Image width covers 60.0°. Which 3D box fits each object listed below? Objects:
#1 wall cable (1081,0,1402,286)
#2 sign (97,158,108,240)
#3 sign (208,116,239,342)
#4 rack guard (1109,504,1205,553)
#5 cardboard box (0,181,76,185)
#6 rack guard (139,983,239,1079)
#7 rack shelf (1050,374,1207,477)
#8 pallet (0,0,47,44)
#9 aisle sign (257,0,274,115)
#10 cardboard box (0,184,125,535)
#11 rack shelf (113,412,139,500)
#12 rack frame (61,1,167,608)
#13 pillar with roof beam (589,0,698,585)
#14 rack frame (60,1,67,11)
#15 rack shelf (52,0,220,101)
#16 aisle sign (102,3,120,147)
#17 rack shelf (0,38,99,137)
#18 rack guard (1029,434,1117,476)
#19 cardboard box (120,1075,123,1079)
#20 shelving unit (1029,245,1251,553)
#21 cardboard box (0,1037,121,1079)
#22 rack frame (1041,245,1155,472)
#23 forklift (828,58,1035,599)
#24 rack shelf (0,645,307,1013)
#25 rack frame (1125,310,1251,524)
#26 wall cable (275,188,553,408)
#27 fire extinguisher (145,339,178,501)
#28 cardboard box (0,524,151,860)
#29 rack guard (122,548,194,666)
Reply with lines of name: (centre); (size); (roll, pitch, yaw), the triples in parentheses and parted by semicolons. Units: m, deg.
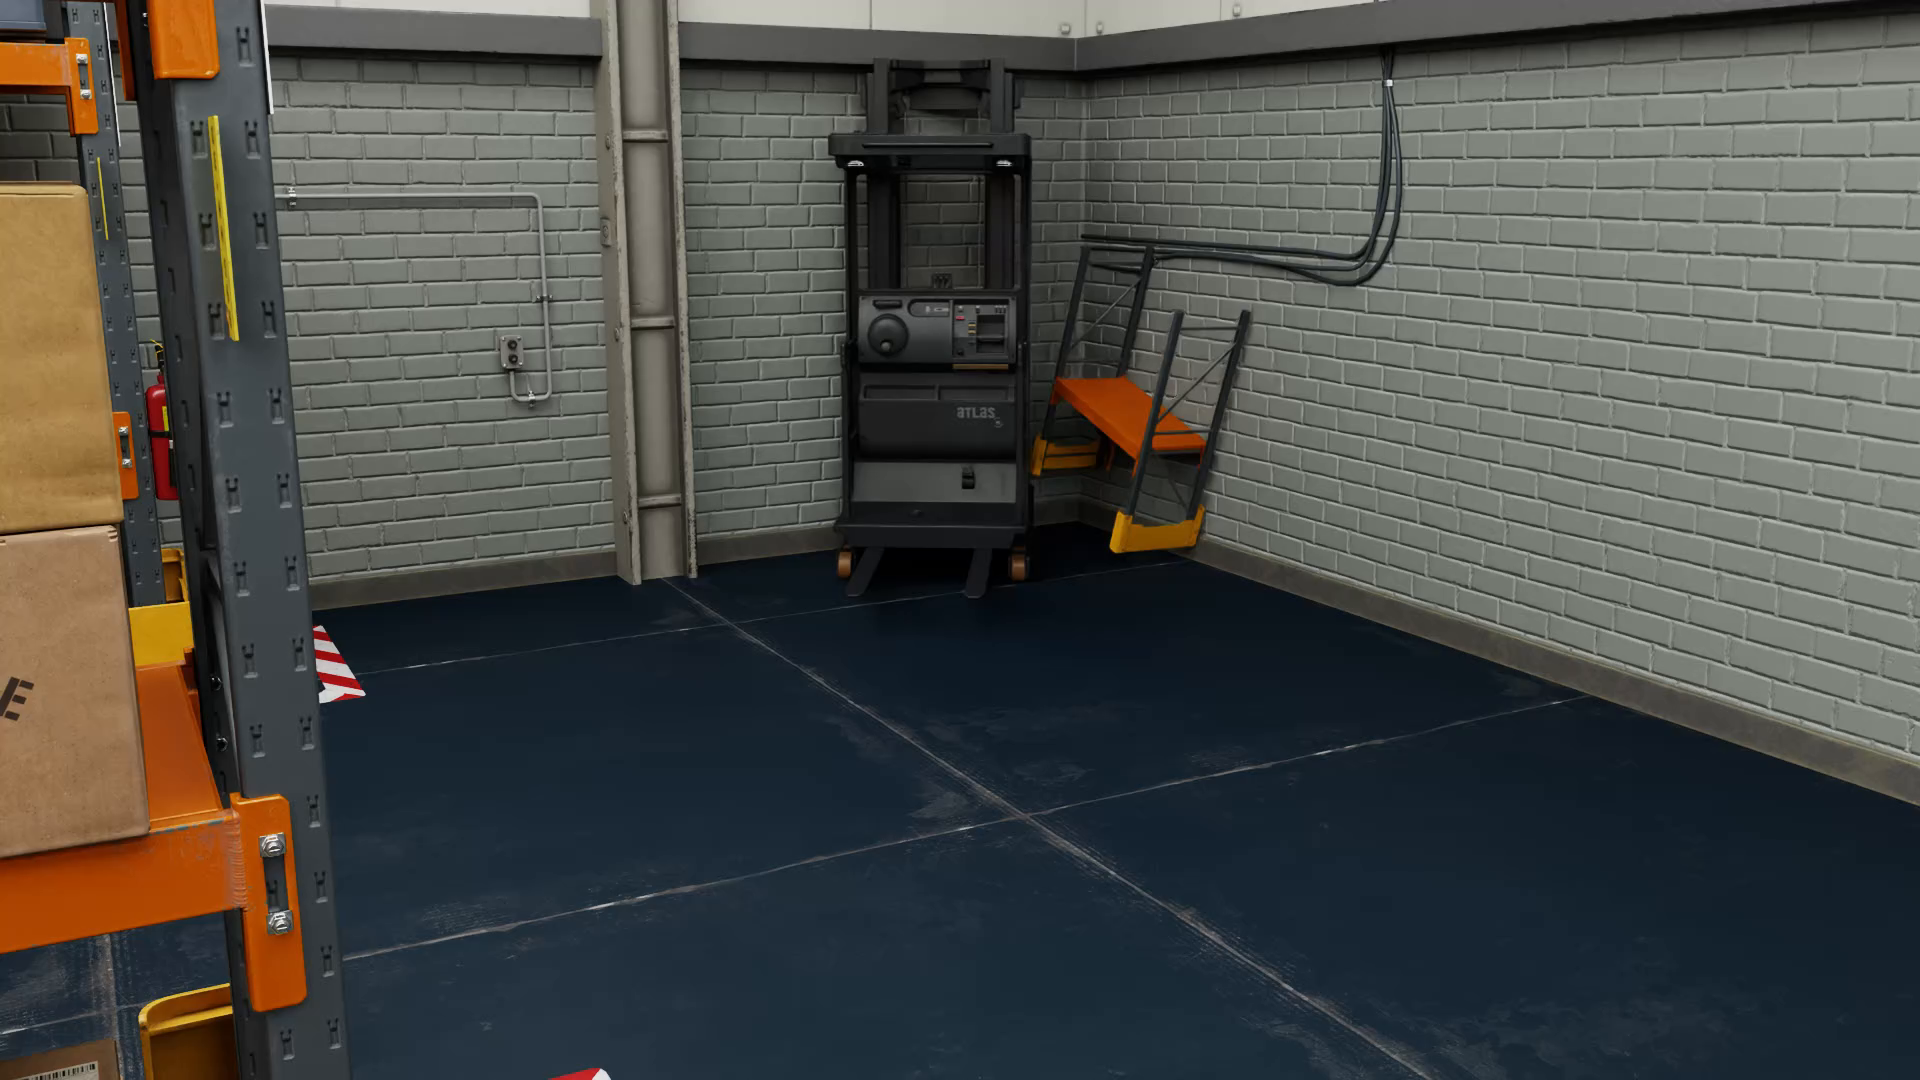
wall cable: (1.415, -2.744, 9.380); (0.112, 2.526, 3.097); (-7, 14, -28)
sign: (-3.473, -1.381, 6.736); (0.005, 0.325, 0.100); (-7, 14, -28)
sign: (-1.096, -0.462, 2.473); (0.005, 0.325, 0.100); (-7, 14, -28)
rack guard: (1.168, -0.072, 9.850); (0.587, 0.250, 0.087); (-5, 31, -28)
cardboard box: (-1.860, -0.393, 3.018); (0.500, 0.500, 0.500); (-6, 14, -26)
rack guard: (-1.411, 1.375, 3.359); (0.348, 0.500, 1.175); (-7, 14, -28)
rack shelf: (1.021, -0.705, 10.029); (0.538, 0.185, 1.000); (-5, 31, -28)
pallet: (-4.367, -2.146, 6.685); (1.213, 0.211, 1.003); (-7, 14, -28)
aisle sign: (-1.137, -1.068, 2.604); (0.004, 0.787, 0.394); (-7, 14, -28)
cardboard box: (-1.603, -0.289, 2.556); (0.500, 0.500, 0.500); (-7, 14, -28)
rack shelf: (-5.476, -0.245, 6.504); (4.000, 0.370, 1.077); (-7, 14, -28)
rack frame: (-3.721, -0.806, 7.360); (0.127, 3.000, 1.000); (-7, 14, -28)
pillar with roof beam: (0.297, -3.354, 5.018); (0.400, 9.000, 9.100); (-7, 14, -28)
rack frame: (-3.721, -3.733, 6.701); (0.127, 3.000, 1.000); (-7, 14, -28)
rack shelf: (-3.100, -0.754, 1.935); (4.000, 0.370, 1.077); (-7, 14, -28)
aisle sign: (-3.514, -2.024, 6.851); (0.004, 0.787, 0.394); (-7, 14, -28)
rack shelf: (-5.476, -1.708, 6.175); (4.000, 0.370, 1.077); (-7, 14, -28)
rack guard: (0.727, -0.554, 10.602); (0.587, 0.250, 0.087); (-5, 31, -28)
cardboard box: (-1.876, 1.302, 3.483); (0.250, 0.149, 0.380); (-7, 14, -28)
shelving unit: (1.056, -0.858, 9.940); (0.587, 1.500, 1.083); (-5, 31, -28)
cardboard box: (-1.703, 1.257, 2.881); (0.500, 0.500, 0.500); (-7, 14, -28)
rack frame: (0.827, -1.108, 10.330); (0.500, 1.500, 0.032); (-5, 31, -28)
forklift: (-0.141, -1.261, 9.538); (1.130, 2.935, 3.031); (1, 13, 3)
rack shelf: (-3.100, 0.709, 2.264); (4.000, 0.370, 1.077); (-7, 14, -28)
rack frame: (1.277, -0.616, 9.563); (0.500, 1.500, 0.032); (-5, 31, -28)
wall cable: (-3.050, -1.619, 8.657); (1.851, 1.984, 0.084); (-7, 14, -28)
fire extinguisher: (-3.367, -0.514, 7.085); (0.183, 0.674, 0.296); (-7, 14, -28)
cardboard box: (-1.607, 0.199, 2.666); (0.500, 0.500, 0.500); (-6, 14, -26)
rack guard: (-3.700, 0.411, 7.646); (0.348, 0.500, 1.175); (-7, 14, -28)
